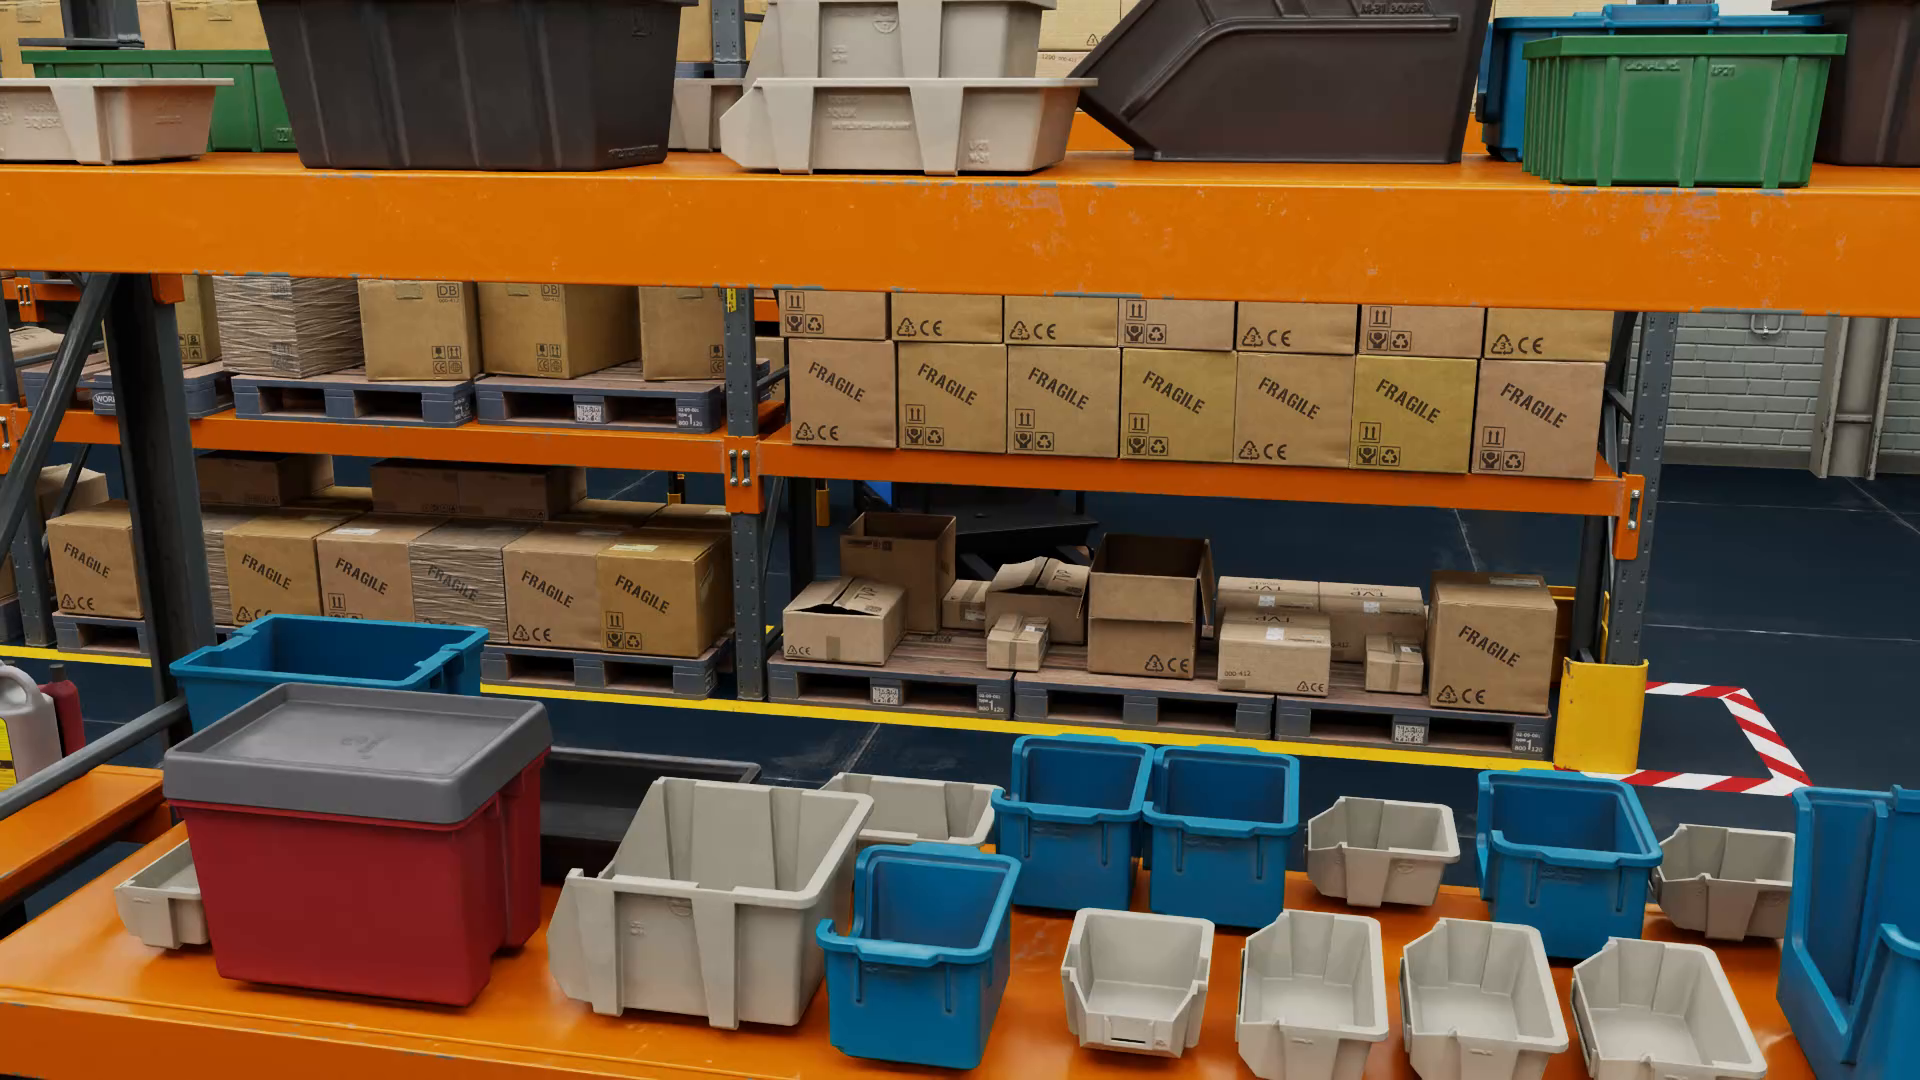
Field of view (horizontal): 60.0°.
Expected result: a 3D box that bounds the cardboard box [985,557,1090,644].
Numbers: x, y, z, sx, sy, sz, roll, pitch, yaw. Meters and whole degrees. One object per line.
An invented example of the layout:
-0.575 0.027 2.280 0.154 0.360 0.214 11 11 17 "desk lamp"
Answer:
0.419 0.294 8.523 0.500 0.311 0.500 3 16 11 "cardboard box"

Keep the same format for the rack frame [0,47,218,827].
-1.921 0.510 3.532 0.127 3.000 1.000 3 16 11 "rack frame"

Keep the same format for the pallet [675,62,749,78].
-1.556 -2.194 8.025 1.003 0.211 1.213 3 16 11 "pallet"

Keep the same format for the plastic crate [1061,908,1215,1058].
0.311 0.786 2.915 0.250 0.136 0.298 3 16 11 "plastic crate"

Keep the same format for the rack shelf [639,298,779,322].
-1.907 -1.841 13.368 4.000 0.370 1.077 3 16 11 "rack shelf"

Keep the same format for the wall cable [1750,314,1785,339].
5.416 -2.538 12.631 1.851 1.984 0.084 3 16 11 "wall cable"

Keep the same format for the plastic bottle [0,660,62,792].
-2.241 0.428 3.920 0.185 0.351 0.144 3 16 11 "plastic bottle"

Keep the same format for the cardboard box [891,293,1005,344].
-0.019 -1.190 7.607 0.500 0.500 0.500 3 16 9 "cardboard box"

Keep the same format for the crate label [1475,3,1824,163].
1.159 -0.785 2.865 0.502 0.251 0.408 3 16 11 "crate label"

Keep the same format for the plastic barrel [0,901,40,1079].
-2.451 1.286 3.876 0.708 0.901 0.600 3 16 11 "plastic barrel"

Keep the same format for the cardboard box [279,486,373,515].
-3.380 0.010 9.194 0.500 0.500 0.500 3 16 9 "cardboard box"

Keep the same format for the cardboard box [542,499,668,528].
-1.881 0.092 8.899 0.500 0.500 0.500 3 16 12 "cardboard box"

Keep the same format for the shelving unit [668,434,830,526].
-1.458 -0.880 11.359 1.083 1.500 0.587 -2 16 -6 "shelving unit"

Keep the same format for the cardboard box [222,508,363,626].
-3.457 0.148 8.698 0.500 0.500 0.500 3 16 10 "cardboard box"

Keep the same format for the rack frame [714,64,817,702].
-0.931 -0.786 8.209 0.127 3.000 1.000 3 16 11 "rack frame"

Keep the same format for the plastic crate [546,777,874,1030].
-0.462 0.668 3.072 0.530 0.282 0.437 3 16 11 "plastic crate"

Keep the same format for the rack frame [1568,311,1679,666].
2.989 -0.573 7.441 0.127 3.000 1.000 3 16 11 "rack frame"

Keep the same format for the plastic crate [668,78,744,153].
-0.599 -0.840 3.282 0.466 0.136 0.293 3 16 11 "plastic crate"

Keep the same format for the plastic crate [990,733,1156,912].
0.238 0.589 3.447 0.300 0.233 0.416 3 16 11 "plastic crate"

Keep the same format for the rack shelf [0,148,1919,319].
0.039 -0.482 2.843 4.000 0.370 1.077 3 16 11 "rack shelf"

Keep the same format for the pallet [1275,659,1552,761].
2.133 0.725 7.980 1.213 0.211 1.003 3 16 11 "pallet"

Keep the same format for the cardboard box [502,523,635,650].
-1.954 0.227 8.411 0.500 0.500 0.500 3 16 11 "cardboard box"

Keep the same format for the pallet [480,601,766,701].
-1.735 0.525 8.702 1.213 0.211 1.003 3 16 11 "pallet"

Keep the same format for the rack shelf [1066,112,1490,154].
1.029 -1.778 7.520 4.000 0.370 1.077 3 16 11 "rack shelf"

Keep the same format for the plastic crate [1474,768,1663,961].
1.177 0.640 3.263 0.300 0.233 0.416 3 16 11 "plastic crate"

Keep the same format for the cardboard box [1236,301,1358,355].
1.494 -1.108 7.311 0.500 0.500 0.500 4 16 13 "cardboard box"

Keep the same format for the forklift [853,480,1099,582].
0.185 -1.254 10.027 1.130 2.935 3.031 -5 16 -17 "forklift"

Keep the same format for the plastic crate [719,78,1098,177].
-0.076 -0.641 2.561 0.530 0.136 0.437 3 16 11 "plastic crate"

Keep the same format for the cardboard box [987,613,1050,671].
0.287 0.490 8.087 0.250 0.166 0.380 3 16 11 "cardboard box"

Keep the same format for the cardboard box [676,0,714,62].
-1.409 -2.576 7.892 0.600 0.600 0.600 2 16 6 "cardboard box"

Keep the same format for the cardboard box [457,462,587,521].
-2.336 -0.297 8.899 0.500 0.250 0.500 3 16 11 "cardboard box"

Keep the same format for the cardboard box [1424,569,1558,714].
2.407 0.455 7.587 0.500 0.500 0.500 3 16 11 "cardboard box"

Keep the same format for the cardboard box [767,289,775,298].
-1.328 -1.976 12.939 0.250 0.149 0.380 3 16 11 "cardboard box"

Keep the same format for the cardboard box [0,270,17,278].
-8.311 -2.390 14.246 0.500 0.250 0.500 3 16 11 "cardboard box"

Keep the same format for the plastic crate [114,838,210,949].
-1.494 0.670 3.334 0.243 0.136 0.396 3 16 11 "plastic crate"

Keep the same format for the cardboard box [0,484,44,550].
-5.413 -0.109 9.081 0.500 0.311 0.500 4 16 13 "cardboard box"

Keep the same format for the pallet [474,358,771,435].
-1.692 -0.764 8.491 1.213 0.211 1.003 3 16 11 "pallet"

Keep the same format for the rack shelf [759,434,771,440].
-1.467 -0.706 11.406 1.000 0.185 0.538 -2 16 -6 "rack shelf"

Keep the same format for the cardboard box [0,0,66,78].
-4.416 -2.478 8.511 0.500 0.500 0.910 3 16 11 "cardboard box"

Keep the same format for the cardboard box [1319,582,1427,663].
2.023 0.411 8.217 0.500 0.250 0.500 3 16 11 "cardboard box"

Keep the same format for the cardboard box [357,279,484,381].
-2.674 -1.114 8.420 0.500 0.500 0.700 -1 16 -3 "cardboard box"

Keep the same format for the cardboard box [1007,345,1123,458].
0.507 -0.682 7.647 0.500 0.500 0.500 3 16 11 "cardboard box"

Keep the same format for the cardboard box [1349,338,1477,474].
1.987 -0.600 7.353 0.500 0.500 0.500 3 16 12 "cardboard box"

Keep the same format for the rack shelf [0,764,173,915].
-3.881 0.750 4.012 4.000 0.370 1.077 3 16 11 "rack shelf"

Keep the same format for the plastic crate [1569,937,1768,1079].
1.163 0.825 2.776 0.243 0.136 0.396 3 16 11 "plastic crate"

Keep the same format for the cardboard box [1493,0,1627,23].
2.435 -2.148 6.851 0.500 0.250 0.500 3 16 11 "cardboard box"

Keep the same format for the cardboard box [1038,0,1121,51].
0.474 -2.253 7.232 0.500 0.250 0.500 3 16 11 "cardboard box"

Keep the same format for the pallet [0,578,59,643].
-5.649 0.292 9.544 1.213 0.211 1.003 3 16 11 "pallet"

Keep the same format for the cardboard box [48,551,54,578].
-5.305 0.020 9.666 0.500 0.250 0.500 3 16 11 "cardboard box"

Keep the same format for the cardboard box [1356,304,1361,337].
2.093 -1.221 7.721 0.500 0.500 0.500 3 16 12 "cardboard box"
